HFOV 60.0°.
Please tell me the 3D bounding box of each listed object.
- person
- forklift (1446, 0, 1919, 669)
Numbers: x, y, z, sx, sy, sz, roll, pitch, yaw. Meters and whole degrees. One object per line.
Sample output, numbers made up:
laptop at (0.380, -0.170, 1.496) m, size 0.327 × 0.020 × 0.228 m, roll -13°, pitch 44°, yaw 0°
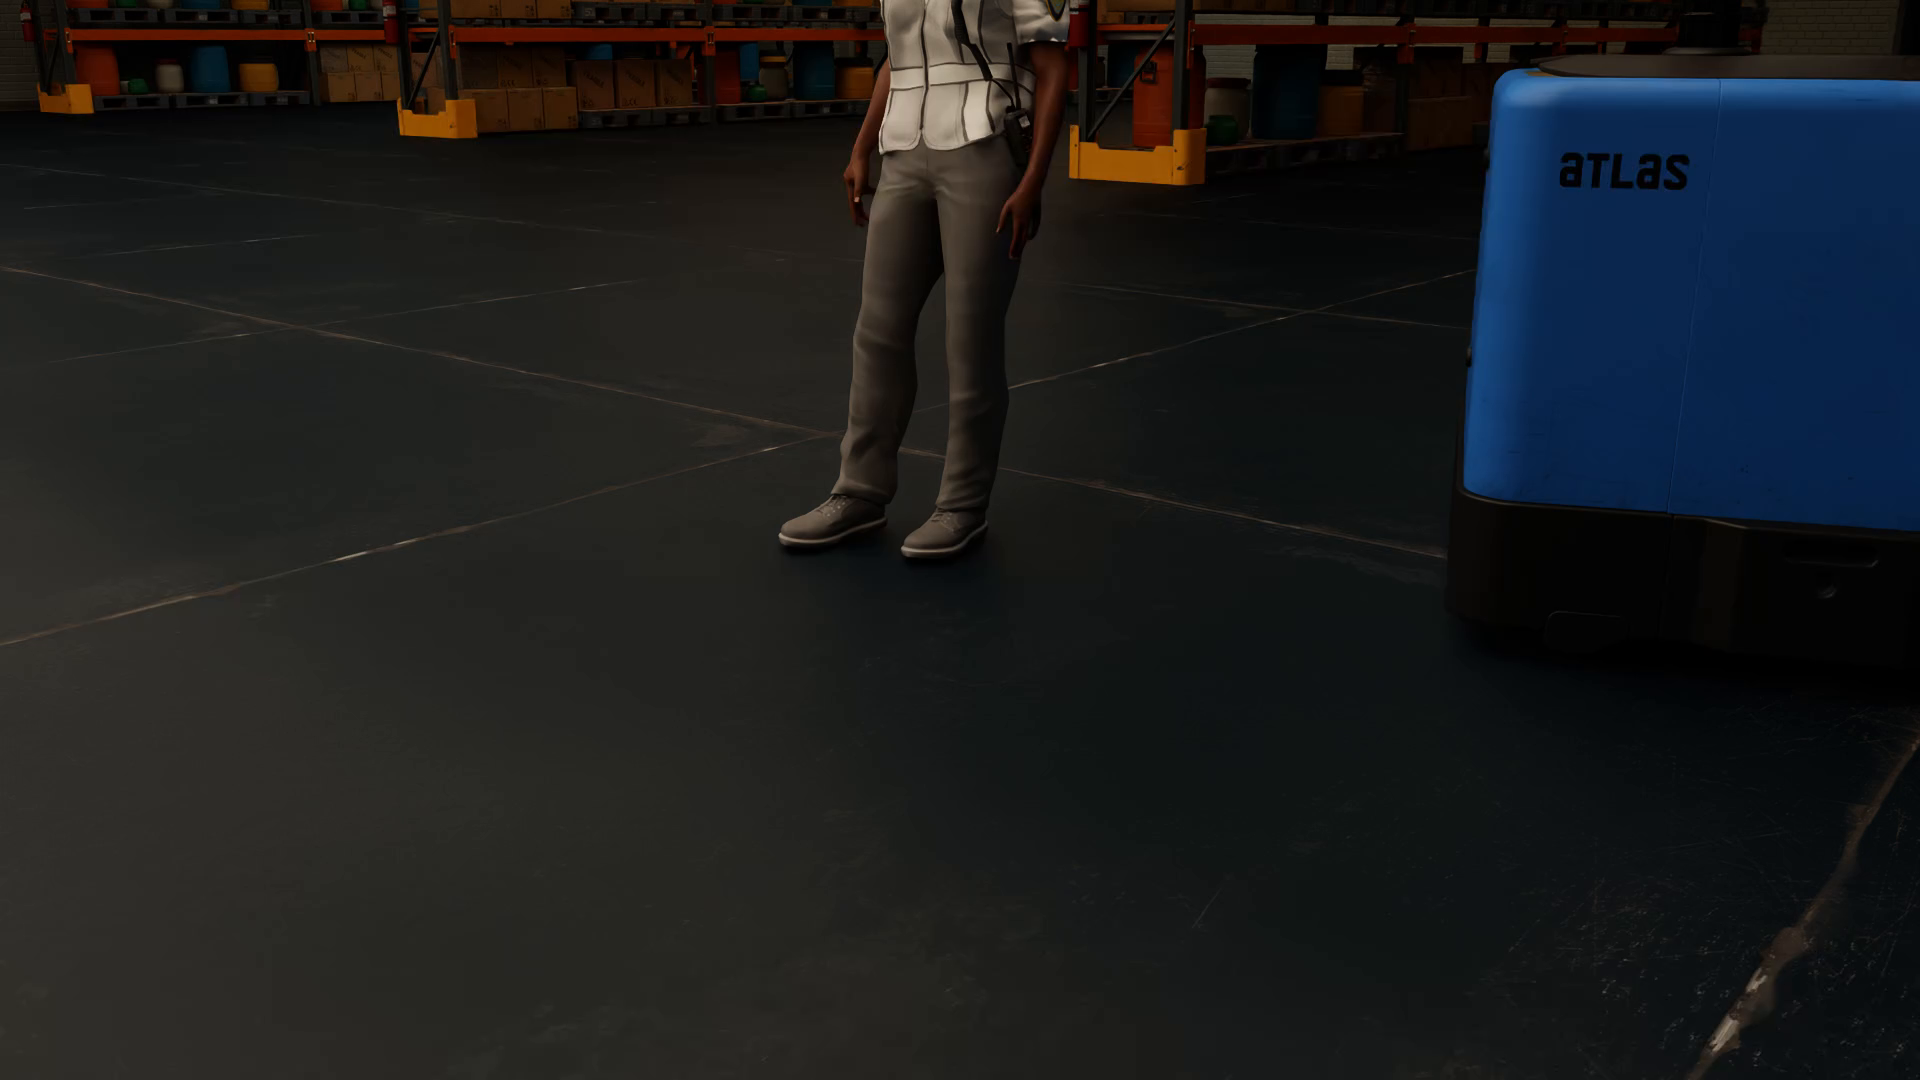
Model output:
person at (-0.063, -0.805, 3.651) m, size 0.569 × 1.694 × 0.529 m, roll 13°, pitch 21°, yaw 37°
forklift at (2.530, -1.199, 2.847) m, size 3.031 × 2.935 × 1.130 m, roll 5°, pitch 18°, yaw 16°
